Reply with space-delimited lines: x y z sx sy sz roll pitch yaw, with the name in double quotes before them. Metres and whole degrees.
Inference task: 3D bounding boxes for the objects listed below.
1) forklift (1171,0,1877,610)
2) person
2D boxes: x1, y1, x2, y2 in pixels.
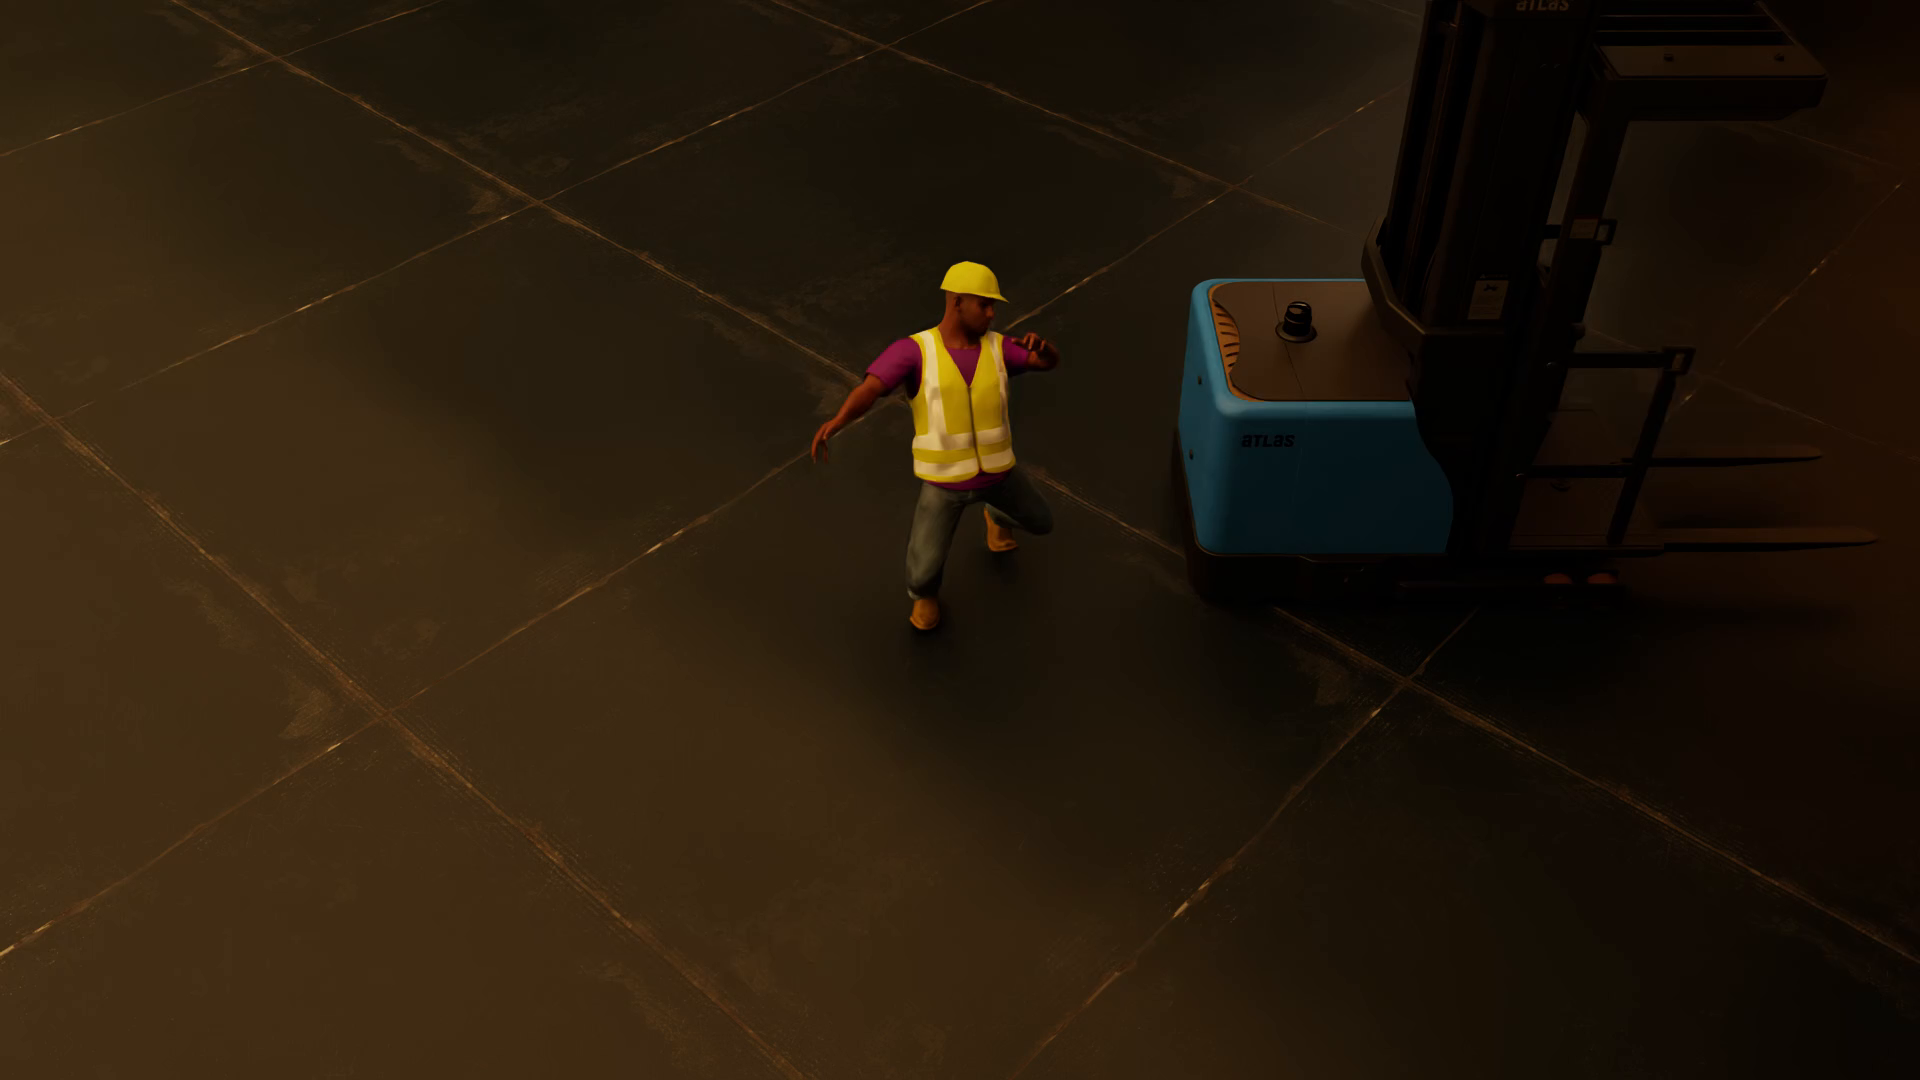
"forklift" 2.531 -1.153 6.772 3.031 2.935 1.130 0 41 0
"person" -0.129 -0.280 6.808 1.116 1.525 0.752 -20 44 -22
